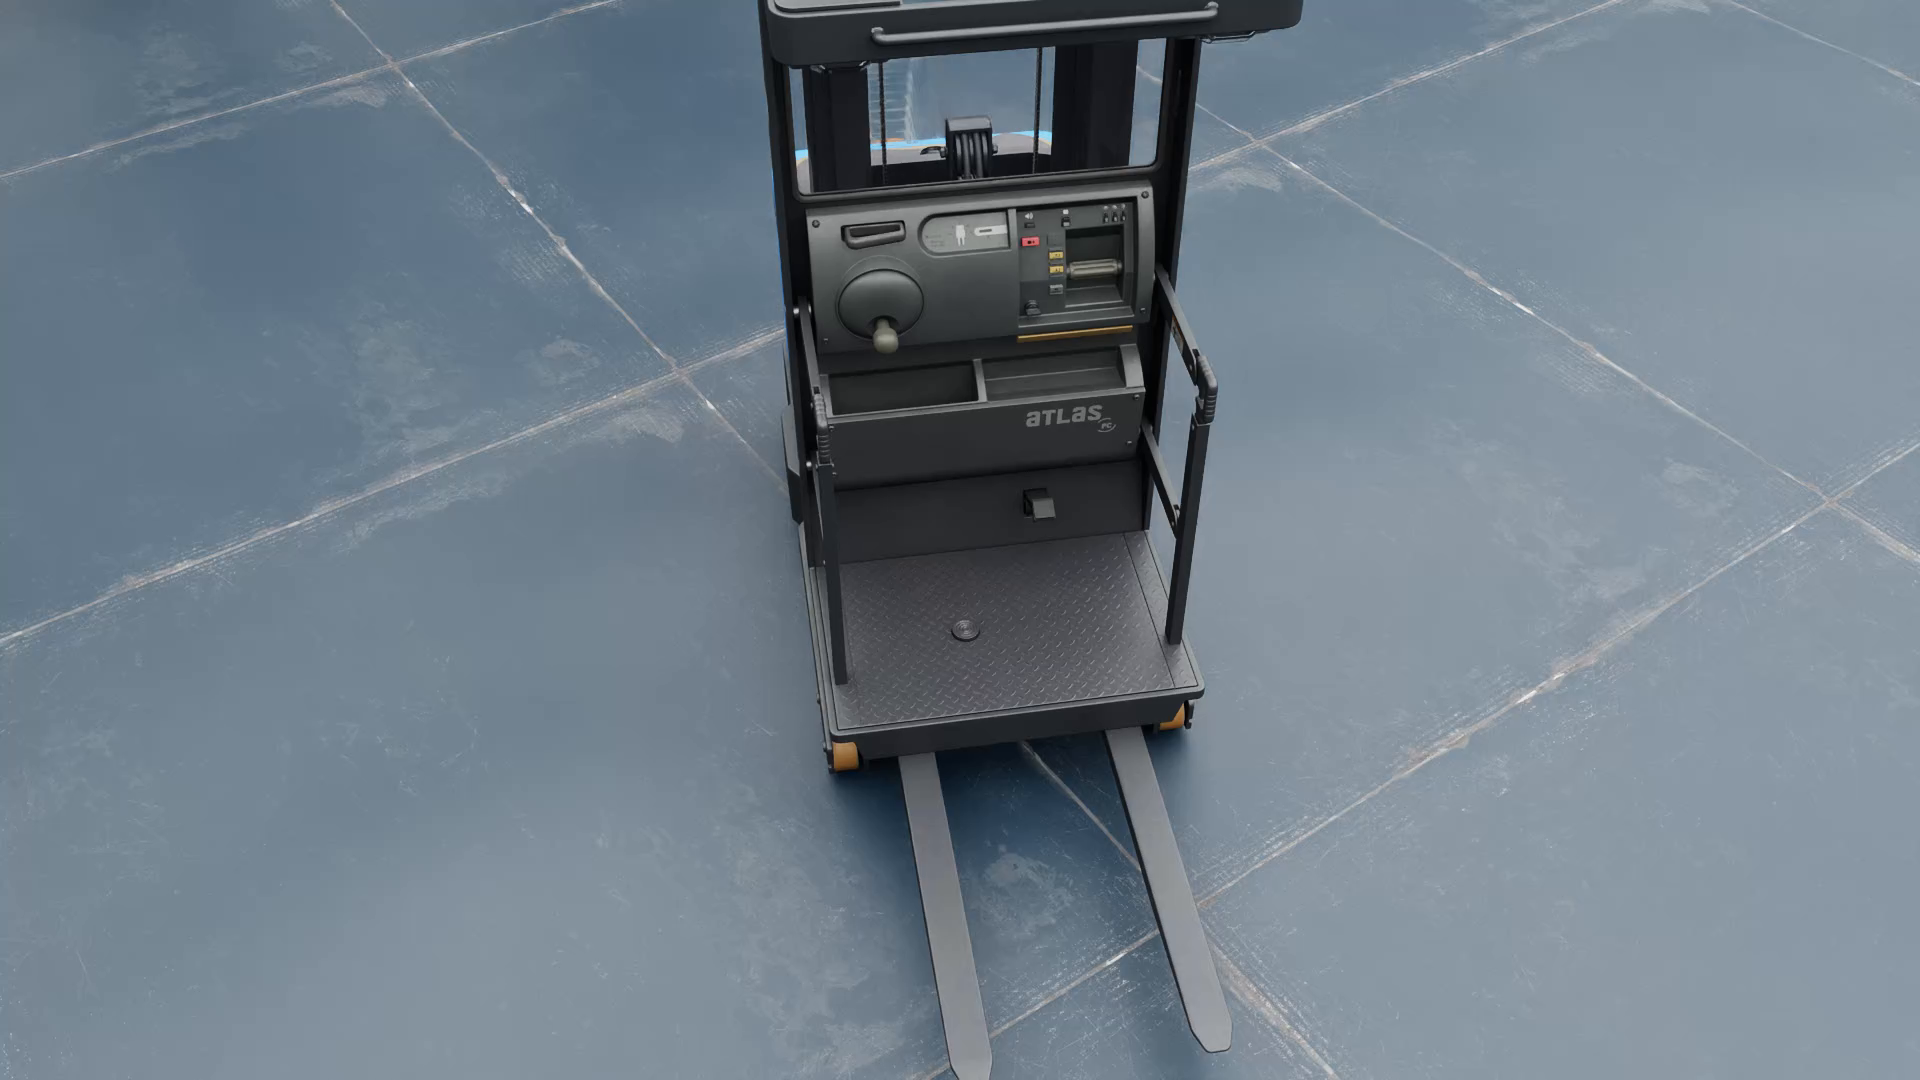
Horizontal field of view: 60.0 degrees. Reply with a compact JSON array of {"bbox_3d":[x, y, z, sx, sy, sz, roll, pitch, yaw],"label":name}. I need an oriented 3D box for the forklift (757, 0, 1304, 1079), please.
[{"bbox_3d":[0.099,-0.636,4.294,1.130,2.935,3.031,-6,44,-7],"label":"forklift"}]
